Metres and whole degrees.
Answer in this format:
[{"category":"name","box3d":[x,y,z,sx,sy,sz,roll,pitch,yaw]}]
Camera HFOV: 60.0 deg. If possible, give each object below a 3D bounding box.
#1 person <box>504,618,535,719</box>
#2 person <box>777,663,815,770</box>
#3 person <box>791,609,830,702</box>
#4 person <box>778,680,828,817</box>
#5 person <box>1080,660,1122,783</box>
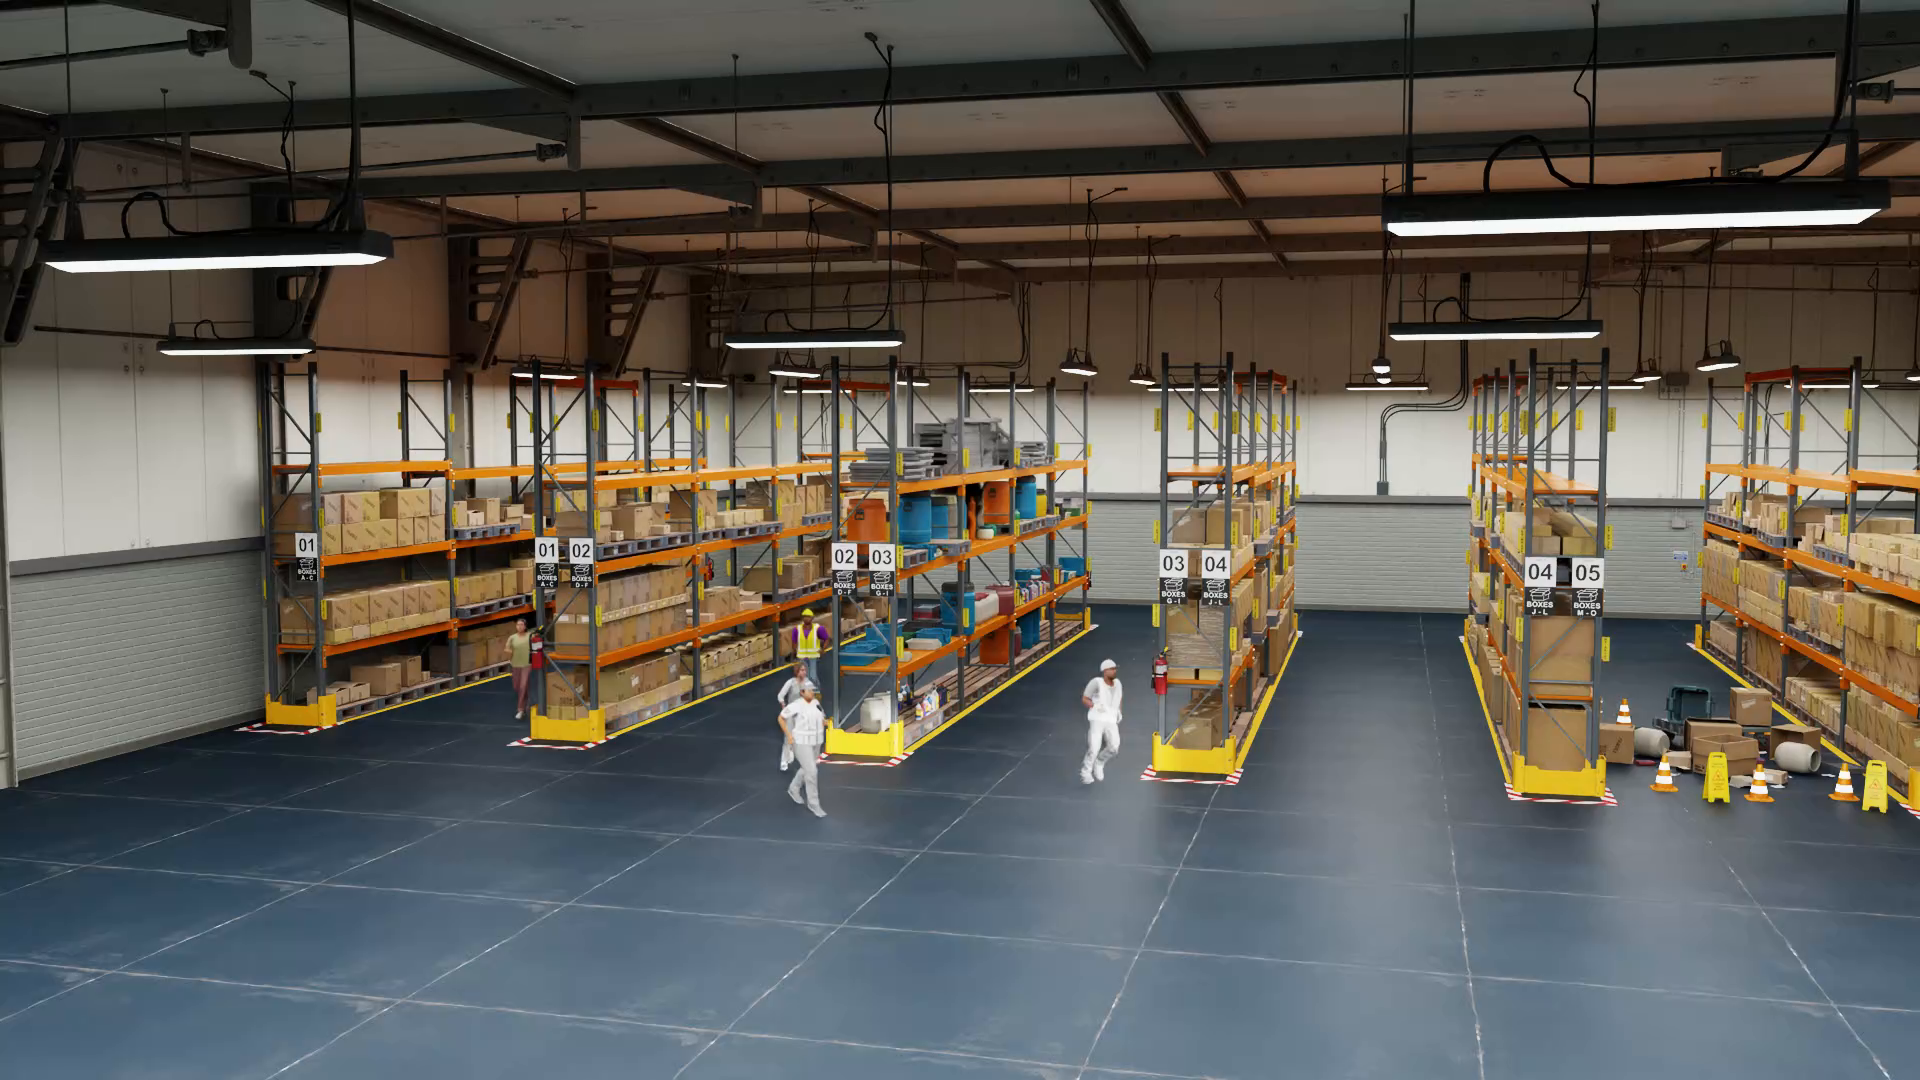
[{"category":"person","box3d":[-7.454,2.153,28.306,0.575,1.652,0.970,0,4,2]},{"category":"person","box3d":[-2.338,2.547,24.037,0.598,1.546,0.470,-2,4,-22]},{"category":"person","box3d":[-2.665,2.076,29.268,0.674,1.721,0.569,1,4,9]},{"category":"person","box3d":[-1.979,2.657,21.425,0.844,1.709,0.590,3,5,39]},{"category":"person","box3d":[2.040,2.515,23.108,0.683,1.705,0.574,-2,4,-22]}]
